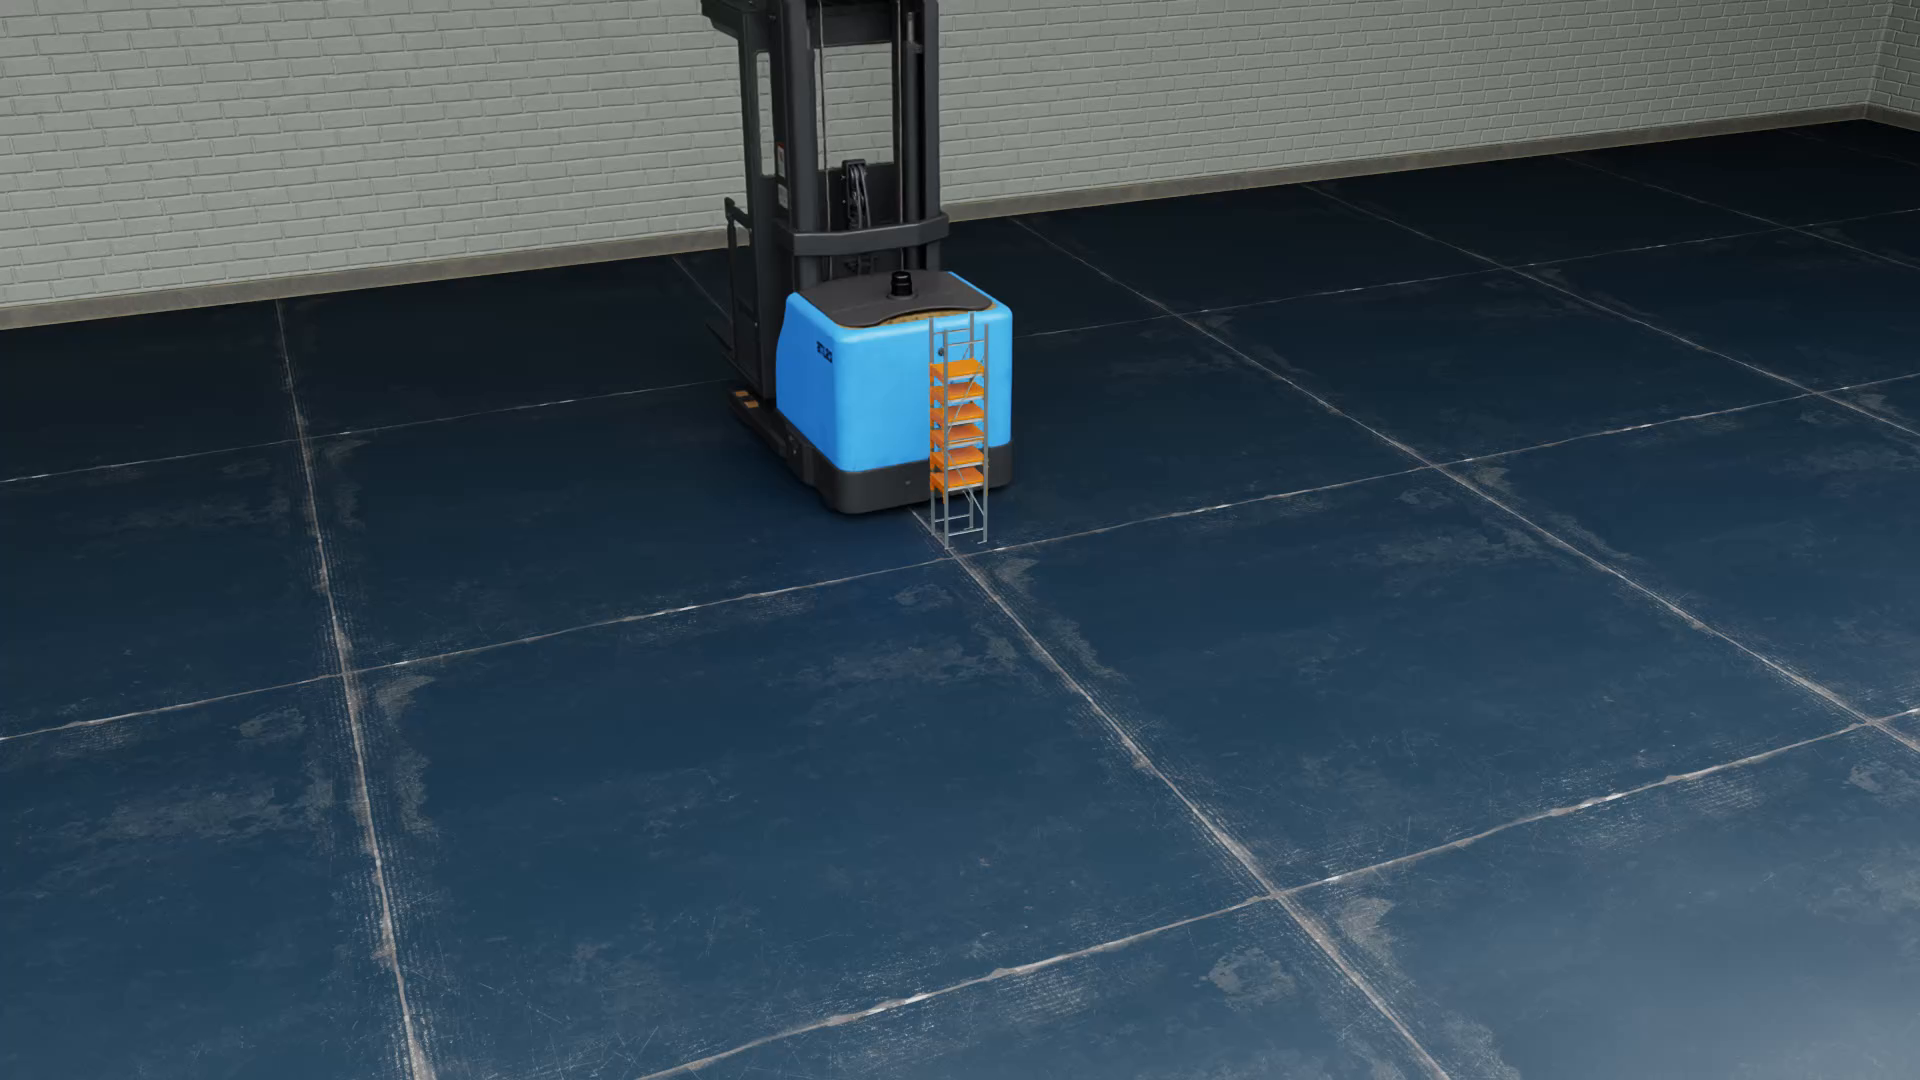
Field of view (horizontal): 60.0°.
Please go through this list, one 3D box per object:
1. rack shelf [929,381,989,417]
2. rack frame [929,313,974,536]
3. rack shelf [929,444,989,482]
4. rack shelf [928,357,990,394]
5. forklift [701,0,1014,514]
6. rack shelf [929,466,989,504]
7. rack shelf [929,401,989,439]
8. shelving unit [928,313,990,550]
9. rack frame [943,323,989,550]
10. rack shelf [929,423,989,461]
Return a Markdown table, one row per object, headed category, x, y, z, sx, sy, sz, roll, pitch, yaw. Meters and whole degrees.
| category | x | y | z | sx | sy | sz | roll | pitch | yaw |
| --- | --- | --- | --- | --- | --- | --- | --- | --- | --- |
| rack shelf | -0.006 | -0.721 | 8.413 | 0.258 | 0.103 | 0.180 | -11 | 28 | -21 |
| rack frame | -0.042 | -0.582 | 8.574 | 0.240 | 1.200 | 0.006 | -11 | 28 | -21 |
| rack shelf | -0.006 | -0.397 | 8.571 | 0.258 | 0.103 | 0.180 | -11 | 28 | -21 |
| rack shelf | -0.006 | -0.829 | 8.360 | 0.258 | 0.103 | 0.180 | -11 | 28 | -21 |
| forklift | -0.787 | -2.075 | 9.658 | 1.130 | 2.935 | 3.031 | -12 | 28 | -22 |
| rack shelf | -0.006 | -0.289 | 8.624 | 0.258 | 0.103 | 0.180 | -11 | 28 | -21 |
| rack shelf | -0.006 | -0.613 | 8.466 | 0.258 | 0.103 | 0.180 | -11 | 28 | -21 |
| shelving unit | -0.006 | -0.545 | 8.499 | 0.258 | 1.200 | 0.189 | -11 | 28 | -21 |
| rack frame | 0.030 | -0.508 | 8.423 | 0.240 | 1.200 | 0.006 | -11 | 28 | -21 |
| rack shelf | -0.006 | -0.505 | 8.518 | 0.258 | 0.103 | 0.180 | -11 | 28 | -21 |
